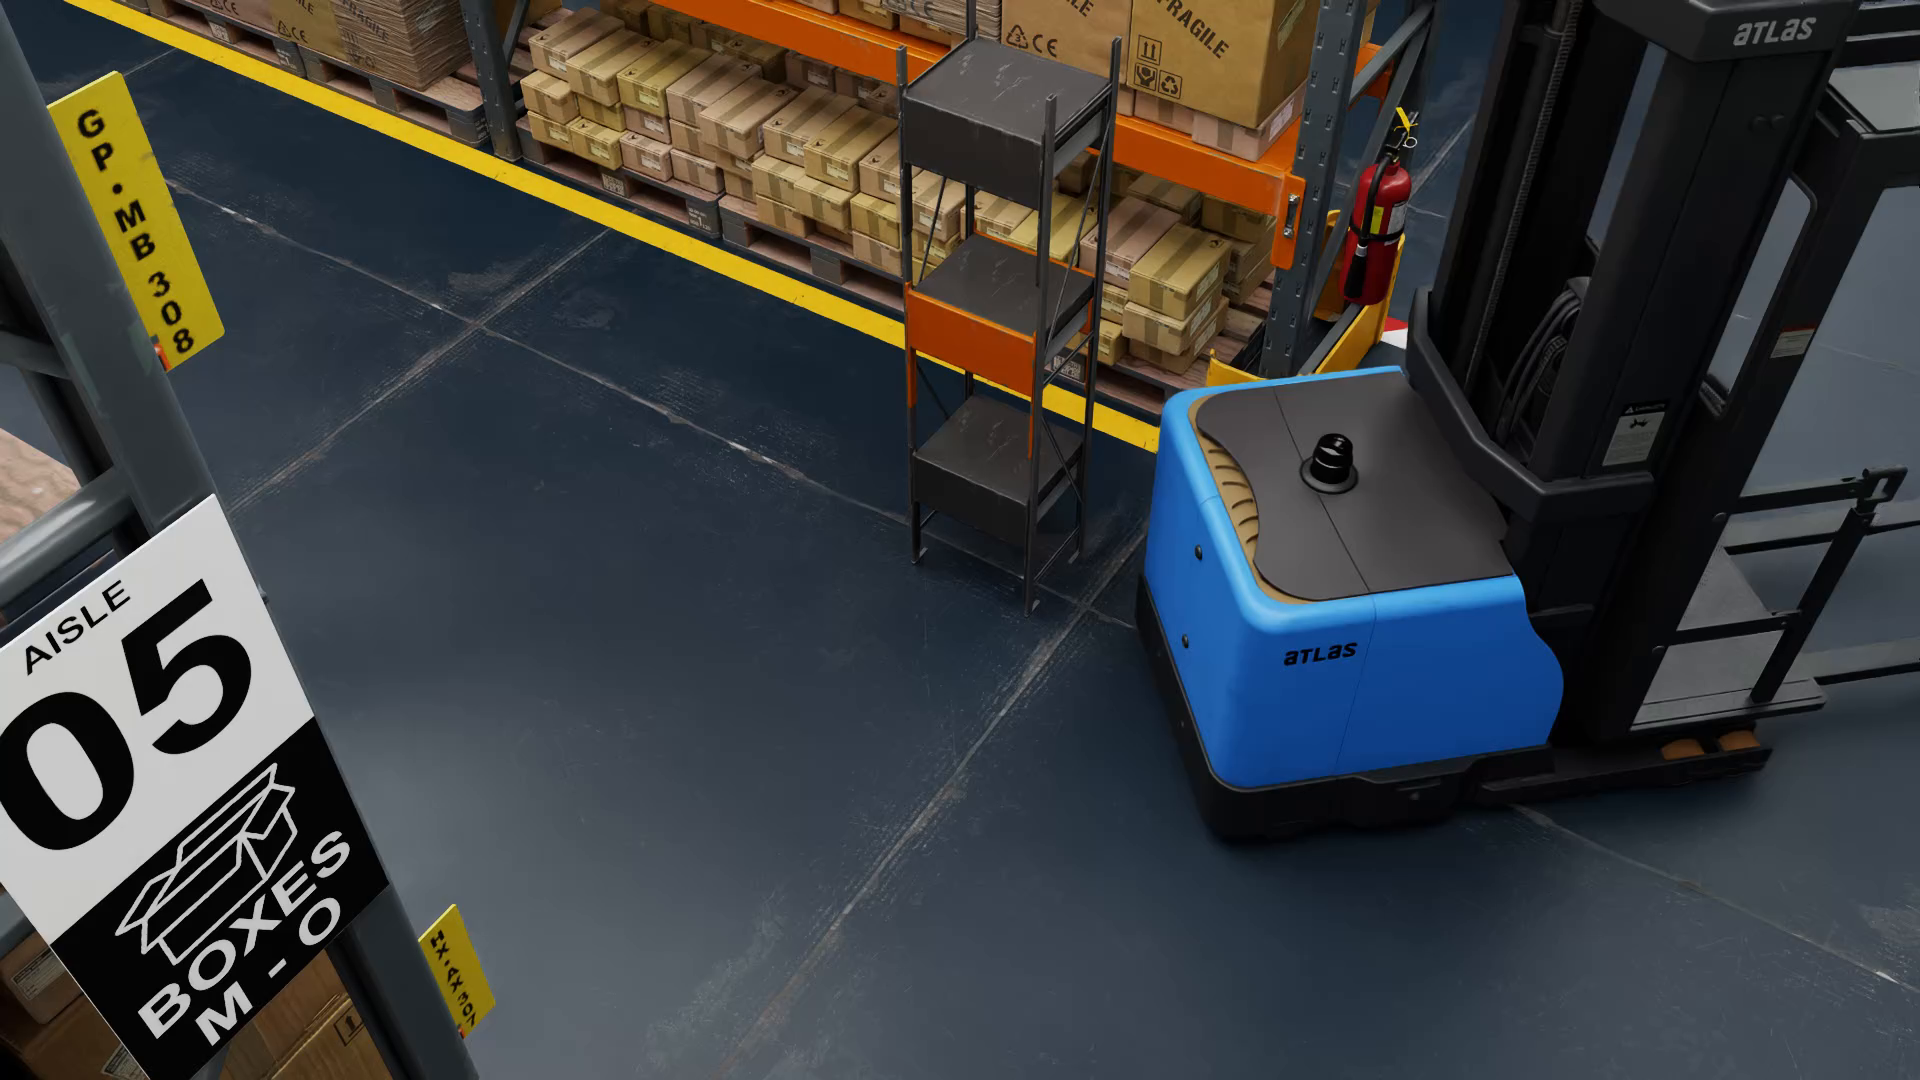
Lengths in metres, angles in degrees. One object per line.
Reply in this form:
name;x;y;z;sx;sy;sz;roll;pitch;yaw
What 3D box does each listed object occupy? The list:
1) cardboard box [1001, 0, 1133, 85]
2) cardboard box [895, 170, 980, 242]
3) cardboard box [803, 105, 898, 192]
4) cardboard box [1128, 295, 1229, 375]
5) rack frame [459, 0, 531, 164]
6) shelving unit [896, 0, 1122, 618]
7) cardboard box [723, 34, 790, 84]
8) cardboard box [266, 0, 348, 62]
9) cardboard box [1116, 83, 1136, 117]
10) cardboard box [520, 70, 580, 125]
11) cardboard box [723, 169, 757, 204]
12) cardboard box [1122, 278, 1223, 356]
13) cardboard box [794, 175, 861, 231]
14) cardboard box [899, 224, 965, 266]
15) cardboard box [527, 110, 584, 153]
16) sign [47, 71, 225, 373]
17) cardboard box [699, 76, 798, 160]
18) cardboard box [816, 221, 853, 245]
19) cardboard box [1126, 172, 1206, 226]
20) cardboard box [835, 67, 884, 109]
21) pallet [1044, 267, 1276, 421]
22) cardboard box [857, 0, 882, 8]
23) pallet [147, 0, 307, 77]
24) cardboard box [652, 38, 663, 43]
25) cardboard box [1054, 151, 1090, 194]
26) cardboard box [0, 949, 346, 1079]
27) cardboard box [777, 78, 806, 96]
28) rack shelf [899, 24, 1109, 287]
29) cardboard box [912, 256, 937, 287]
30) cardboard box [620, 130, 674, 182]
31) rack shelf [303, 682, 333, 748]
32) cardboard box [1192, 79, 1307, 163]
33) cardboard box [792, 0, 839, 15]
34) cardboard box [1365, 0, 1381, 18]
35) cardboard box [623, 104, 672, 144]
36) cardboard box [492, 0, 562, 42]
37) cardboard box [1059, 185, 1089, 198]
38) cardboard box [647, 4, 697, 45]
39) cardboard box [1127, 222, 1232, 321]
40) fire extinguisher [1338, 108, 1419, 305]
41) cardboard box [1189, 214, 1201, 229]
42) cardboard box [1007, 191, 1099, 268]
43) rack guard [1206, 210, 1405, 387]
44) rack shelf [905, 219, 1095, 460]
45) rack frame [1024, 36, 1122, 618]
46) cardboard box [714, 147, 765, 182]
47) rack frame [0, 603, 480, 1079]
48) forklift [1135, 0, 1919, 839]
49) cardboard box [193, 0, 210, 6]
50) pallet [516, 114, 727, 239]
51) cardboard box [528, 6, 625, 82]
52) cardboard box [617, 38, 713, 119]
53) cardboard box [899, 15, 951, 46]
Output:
cardboard box;0.488;-1.991;5.816;0.500;0.500;0.500;24;50;22
cardboard box;-0.054;-1.408;6.807;0.250;0.149;0.380;27;51;23
cardboard box;-0.451;-1.662;7.053;0.250;0.149;0.380;25;51;22
cardboard box;0.880;-0.862;6.691;0.250;0.149;0.380;26;51;23
rack frame;-1.931;-3.180;7.249;0.127;3.000;1.000;25;51;22
shelving unit;0.139;-0.668;5.435;0.503;2.100;0.431;25;51;22
cardboard box;-0.865;-2.245;7.620;0.250;0.149;0.380;26;51;23
cardboard box;-3.122;-2.789;8.319;0.500;0.500;0.500;24;50;21
cardboard box;0.600;-1.707;5.992;0.250;0.149;0.380;24;51;22
cardboard box;-1.799;-2.103;7.690;0.250;0.149;0.380;27;52;24
cardboard box;-0.851;-1.679;7.485;0.250;0.149;0.380;23;50;21
cardboard box;0.837;-0.920;6.540;0.250;0.149;0.380;23;50;21
cardboard box;-0.496;-1.513;7.117;0.250;0.149;0.380;25;51;22
cardboard box;-0.044;-1.313;6.922;0.250;0.149;0.380;25;51;23
cardboard box;-1.798;-1.998;7.795;0.250;0.149;0.380;23;50;20
sign;-0.847;-0.314;1.708;0.005;0.325;0.100;25;51;22
cardboard box;-0.912;-1.836;7.223;0.250;0.149;0.380;26;51;23
cardboard box;-0.422;-1.465;7.277;0.250;0.149;0.380;26;51;23
cardboard box;0.881;-1.434;6.832;0.250;0.149;0.380;26;51;23
cardboard box;-0.354;-2.099;7.479;0.250;0.149;0.380;23;50;21
pallet;0.707;-1.025;7.099;1.213;0.211;1.003;25;51;22
cardboard box;-0.358;-2.381;6.195;0.500;0.500;0.500;27;52;24
pallet;-3.618;-2.981;8.999;1.213;0.211;1.003;25;51;22
cardboard box;-1.260;-2.409;7.987;0.250;0.149;0.380;22;50;20
cardboard box;0.485;-1.655;7.047;0.250;0.149;0.380;22;50;20
cardboard box;-1.402;0.655;2.755;0.500;0.500;0.500;24;50;21
cardboard box;-0.642;-2.073;7.661;0.250;0.149;0.380;26;51;23
rack shelf;0.139;-1.146;4.942;0.480;0.518;0.431;25;51;22
cardboard box;-0.030;-1.204;7.023;0.250;0.149;0.380;23;50;20
cardboard box;-1.337;-1.830;7.632;0.250;0.149;0.380;24;51;22
rack shelf;-2.835;-0.173;2.737;4.000;0.370;1.077;25;51;22
cardboard box;1.009;-1.500;5.791;0.250;0.149;0.380;25;51;22
cardboard box;-0.484;-2.229;6.500;0.250;0.149;0.380;27;51;23
cardboard box;1.207;-2.111;5.932;0.500;0.500;0.500;27;52;24
cardboard box;-1.313;-1.987;7.577;0.250;0.149;0.380;24;51;22
cardboard box;-2.410;-2.902;8.428;0.500;0.500;0.500;27;51;24
cardboard box;0.522;-1.592;7.193;0.250;0.149;0.380;26;51;23
cardboard box;-1.255;-2.485;7.853;0.250;0.149;0.380;25;51;23
cardboard box;0.853;-1.044;6.453;0.250;0.149;0.380;25;51;23
fire extinguisher;1.399;-1.099;5.540;0.183;0.674;0.296;25;51;22
cardboard box;0.933;-1.386;6.993;0.250;0.149;0.380;24;51;22
cardboard box;0.386;-1.199;6.604;0.250;0.149;0.380;24;50;21
rack guard;1.372;-0.790;6.669;0.348;0.500;1.175;25;51;22
rack shelf;0.139;-0.658;5.444;0.480;0.518;0.431;25;51;22
rack frame;0.345;-0.573;5.343;0.015;2.100;0.400;25;51;22
cardboard box;-0.868;-1.760;7.356;0.250;0.149;0.380;27;52;24
rack frame;-1.152;1.396;2.802;0.127;3.000;1.000;25;51;22
forklift;2.186;-0.584;4.774;3.031;2.935;1.130;-7;46;-7
cardboard box;-3.981;-3.188;8.706;0.500;0.500;0.500;23;50;21
pallet;-1.347;-1.970;8.017;1.213;0.211;1.003;25;51;22
cardboard box;-1.753;-2.282;7.656;0.250;0.149;0.380;27;51;24
cardboard box;-1.314;-2.071;7.451;0.250;0.149;0.380;24;50;22
cardboard box;-0.028;-2.052;6.327;0.250;0.149;0.380;23;50;21
